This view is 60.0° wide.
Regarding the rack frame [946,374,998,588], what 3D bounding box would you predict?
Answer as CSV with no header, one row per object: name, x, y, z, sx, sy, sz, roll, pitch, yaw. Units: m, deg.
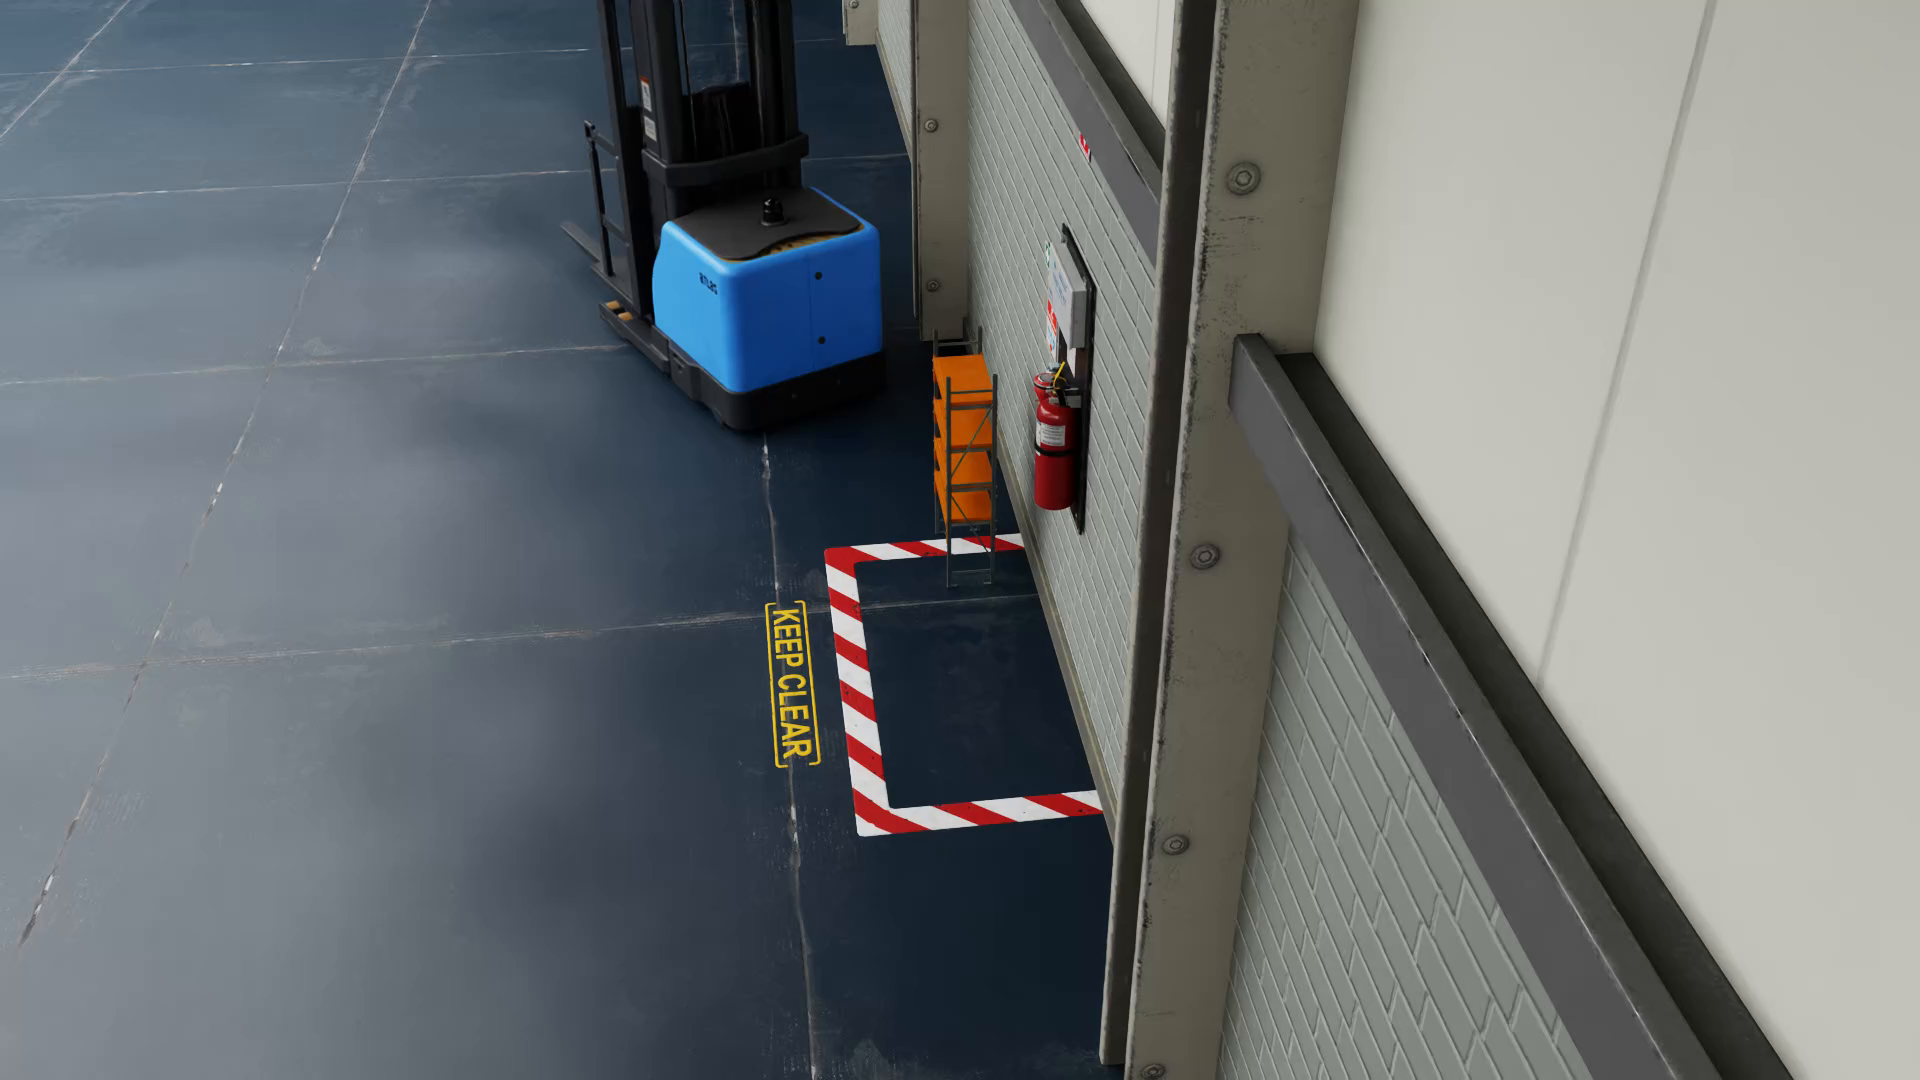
rack frame,0.055,-0.267,8.077,0.240,1.200,0.015,-4,35,-6

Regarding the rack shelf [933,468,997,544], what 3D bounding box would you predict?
rack shelf,0.022,-0.184,8.426,0.258,0.148,0.480,-4,35,-6

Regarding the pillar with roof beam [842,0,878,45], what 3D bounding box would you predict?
pillar with roof beam,-5.197,-8.134,12.695,9.100,9.000,0.400,-4,35,-6

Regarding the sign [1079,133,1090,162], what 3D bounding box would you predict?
sign,0.485,-1.636,6.429,0.001,0.298,0.199,-4,35,-6

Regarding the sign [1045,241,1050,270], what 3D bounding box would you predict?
sign,0.407,-1.213,7.364,0.001,0.109,0.331,-4,35,-6

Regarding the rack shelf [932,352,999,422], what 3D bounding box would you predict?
rack shelf,0.022,-0.728,8.055,0.258,0.148,0.480,-4,35,-6

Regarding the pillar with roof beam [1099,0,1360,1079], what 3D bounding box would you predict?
pillar with roof beam,-3.583,-1.437,2.869,9.100,9.000,0.400,-4,35,-6

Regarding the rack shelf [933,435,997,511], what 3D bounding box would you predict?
rack shelf,0.022,-0.348,8.314,0.258,0.148,0.480,-4,35,-6

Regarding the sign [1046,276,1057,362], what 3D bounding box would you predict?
sign,0.416,-0.997,7.518,0.001,0.329,0.234,-4,35,-6

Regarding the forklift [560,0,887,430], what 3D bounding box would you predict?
forklift,-1.676,-2.632,10.010,1.130,2.935,3.031,-21,39,-27

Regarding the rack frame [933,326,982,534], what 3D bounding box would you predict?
rack frame,-0.011,-0.540,8.476,0.240,1.200,0.015,-4,35,-6

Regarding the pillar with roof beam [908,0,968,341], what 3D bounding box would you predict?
pillar with roof beam,-4.390,-4.786,7.782,9.100,9.000,0.400,-4,35,-6

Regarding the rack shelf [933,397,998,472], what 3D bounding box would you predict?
rack shelf,0.022,-0.533,8.189,0.258,0.148,0.480,-4,35,-6

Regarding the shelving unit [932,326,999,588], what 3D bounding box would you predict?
shelving unit,0.022,-0.403,8.277,0.258,1.200,0.503,-4,35,-6

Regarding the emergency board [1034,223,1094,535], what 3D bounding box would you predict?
emergency board,0.388,-0.666,7.064,0.194,1.169,0.643,-4,35,-6
